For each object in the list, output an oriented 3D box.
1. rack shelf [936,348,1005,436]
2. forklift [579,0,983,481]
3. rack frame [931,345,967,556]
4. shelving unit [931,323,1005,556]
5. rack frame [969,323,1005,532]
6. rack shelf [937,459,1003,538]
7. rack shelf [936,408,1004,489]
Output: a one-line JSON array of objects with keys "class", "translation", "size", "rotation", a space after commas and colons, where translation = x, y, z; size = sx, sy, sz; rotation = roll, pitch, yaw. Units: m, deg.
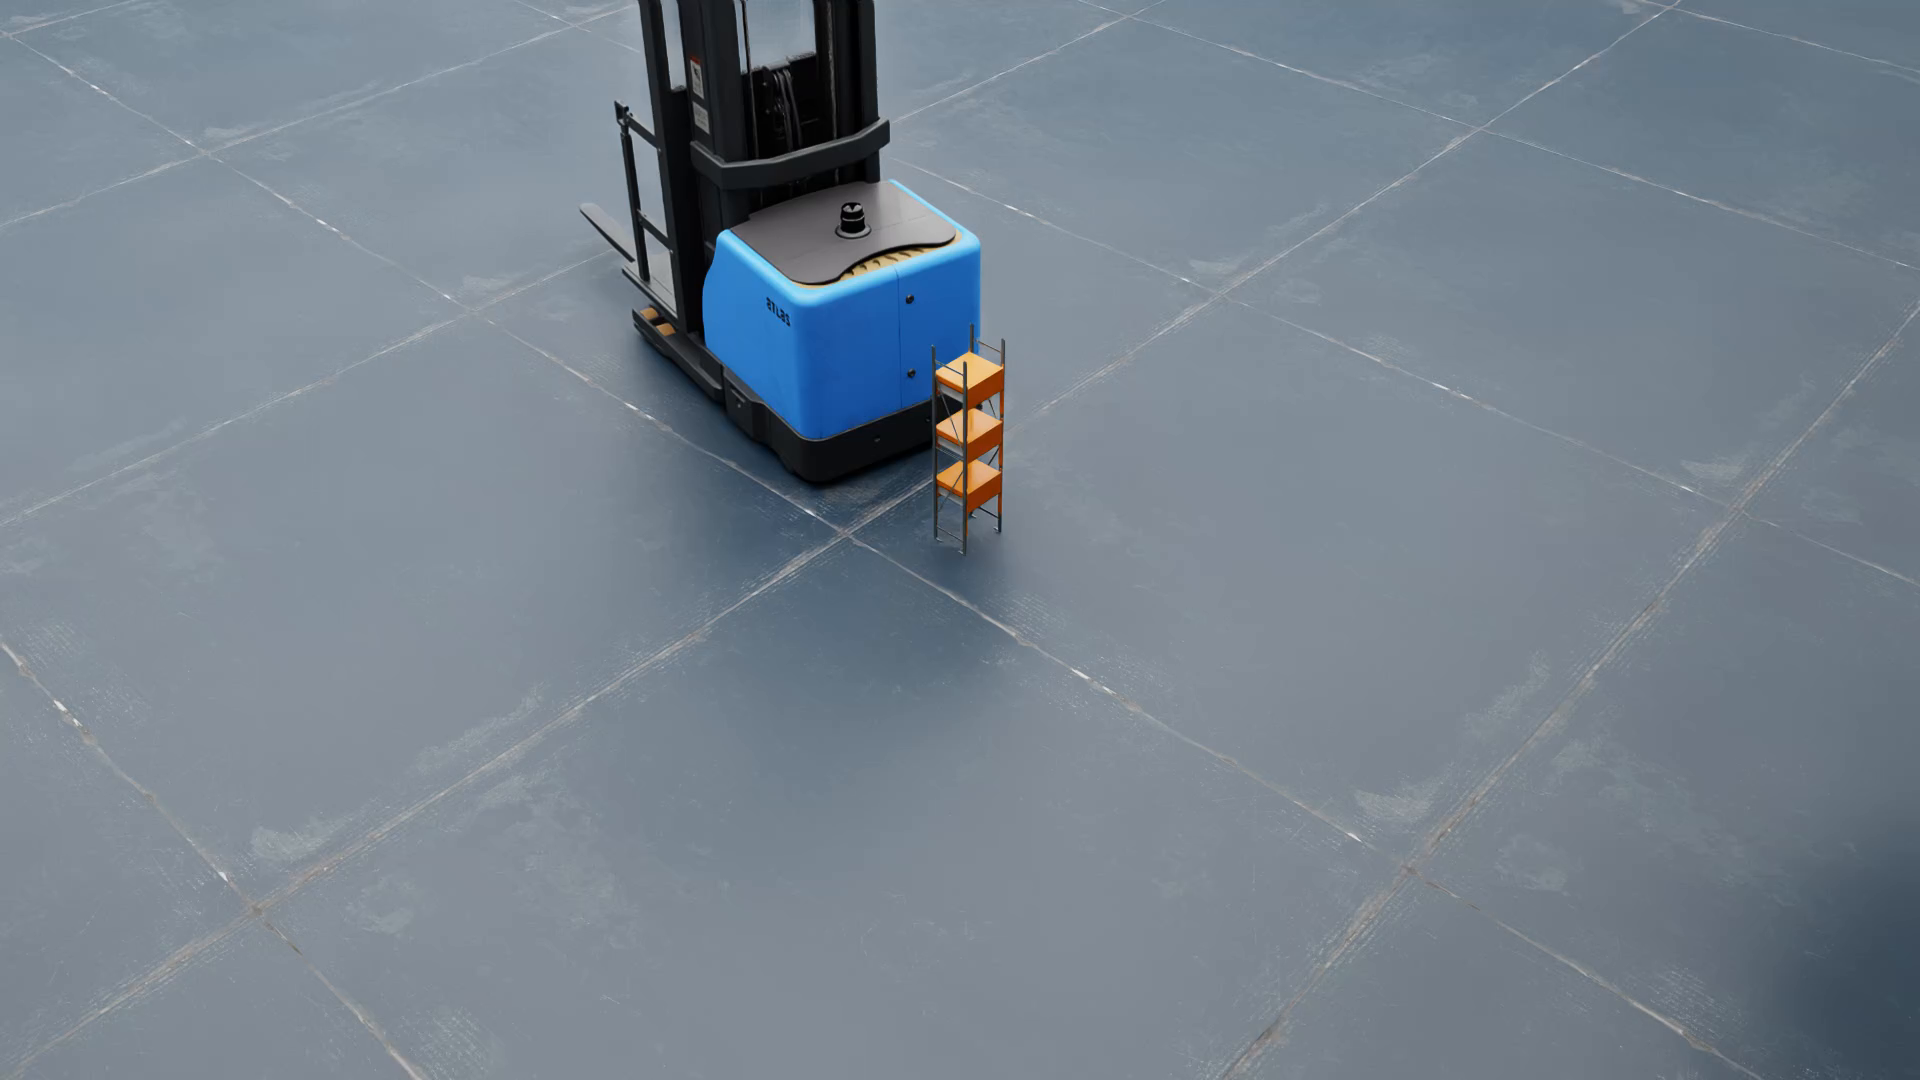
[{"class": "rack shelf", "translation": [0.036, -0.649, 7.284], "size": [0.215, 0.259, 0.240], "rotation": [30, 47, 32]}, {"class": "forklift", "translation": [-1.135, -2.307, 8.296], "size": [1.130, 2.935, 3.031], "rotation": [-23, 44, -26]}, {"class": "rack frame", "translation": [-0.046, -0.379, 7.384], "size": [0.200, 1.050, 0.008], "rotation": [30, 47, 32]}, {"class": "shelving unit", "translation": [0.036, -0.435, 7.454], "size": [0.215, 1.050, 0.252], "rotation": [30, 47, 32]}, {"class": "rack frame", "translation": [0.118, -0.492, 7.525], "size": [0.200, 1.050, 0.008], "rotation": [30, 47, 32]}, {"class": "rack shelf", "translation": [0.036, -0.210, 7.634], "size": [0.215, 0.259, 0.240], "rotation": [30, 47, 32]}, {"class": "rack shelf", "translation": [0.036, -0.427, 7.461], "size": [0.215, 0.259, 0.240], "rotation": [30, 47, 32]}]
